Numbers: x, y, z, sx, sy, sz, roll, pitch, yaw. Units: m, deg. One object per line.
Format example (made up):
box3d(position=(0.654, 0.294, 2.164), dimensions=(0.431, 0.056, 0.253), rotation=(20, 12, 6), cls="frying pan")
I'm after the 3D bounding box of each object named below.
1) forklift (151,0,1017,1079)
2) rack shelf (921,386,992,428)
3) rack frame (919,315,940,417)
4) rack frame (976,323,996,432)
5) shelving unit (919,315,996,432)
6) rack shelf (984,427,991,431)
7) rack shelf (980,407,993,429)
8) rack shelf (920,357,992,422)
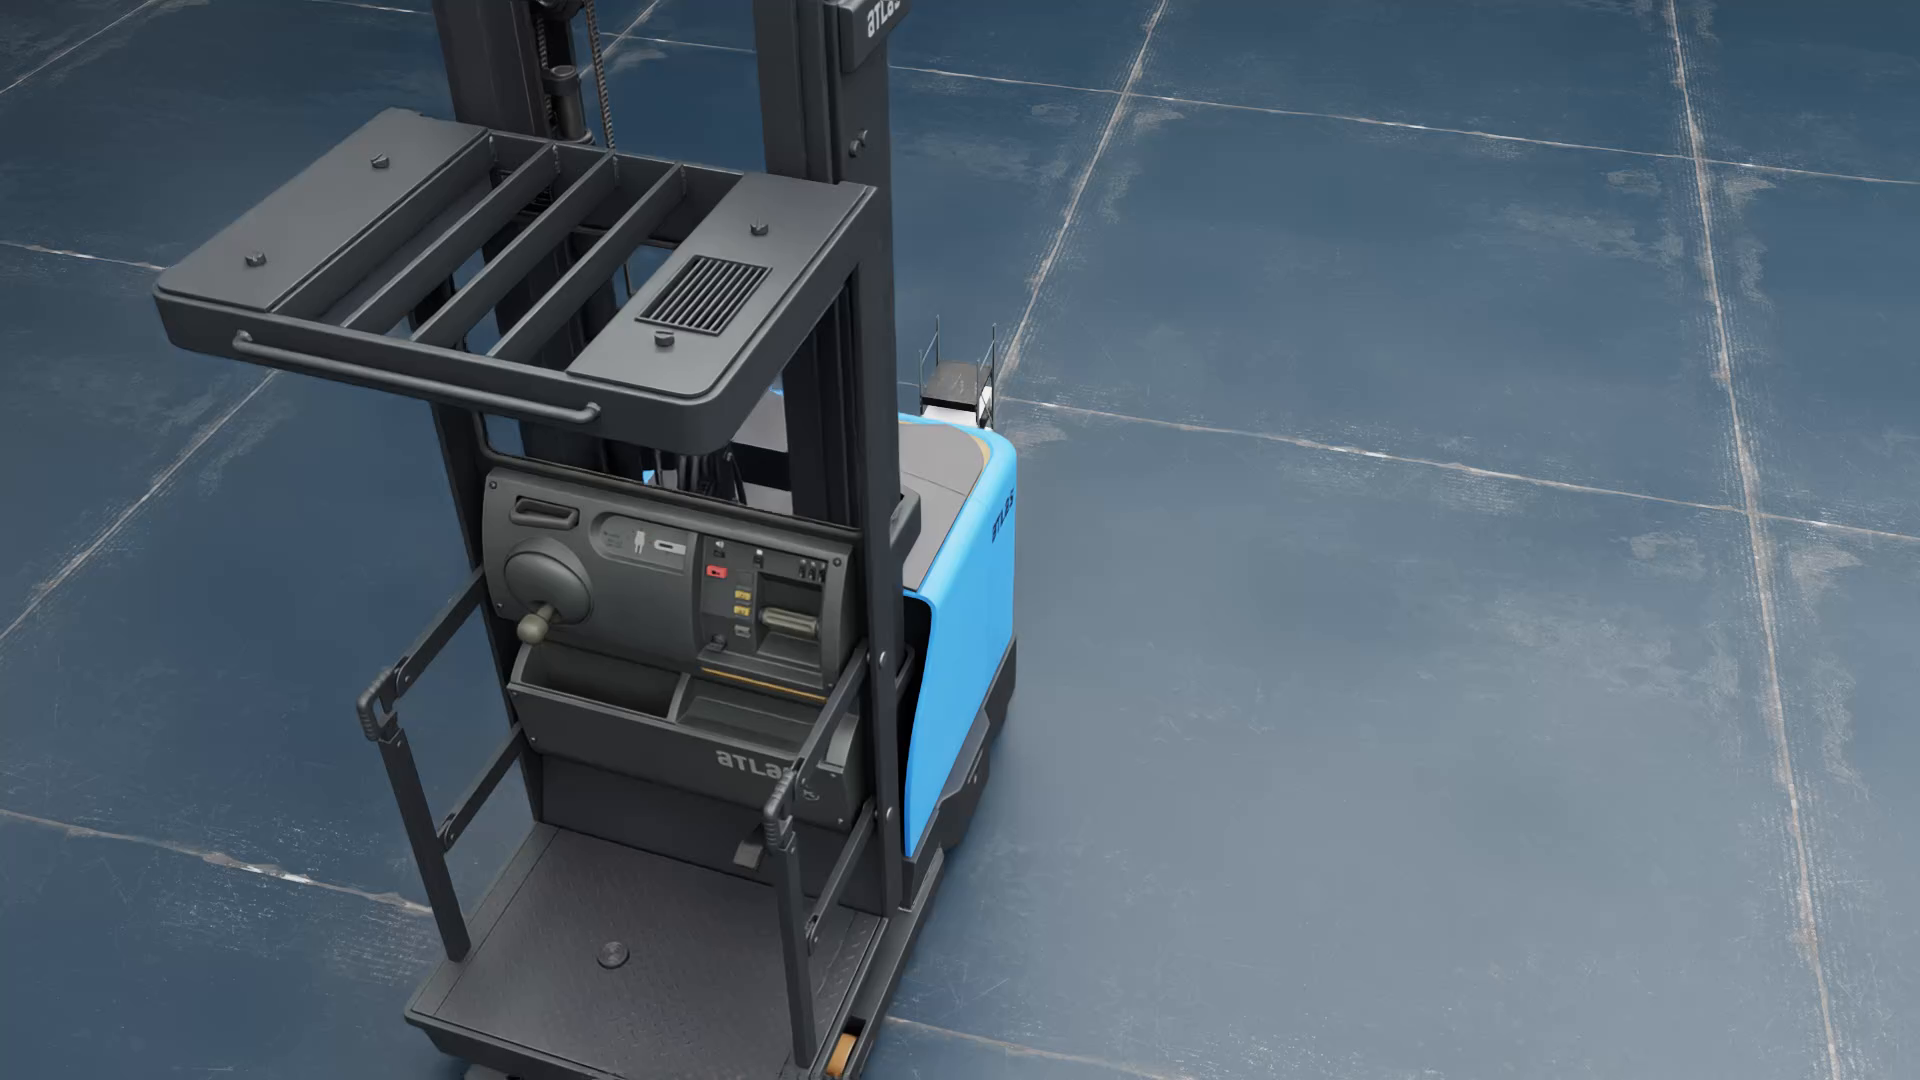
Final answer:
box3d(position=(-0.768, 0.185, 3.751), dimensions=(1.130, 2.935, 3.031), rotation=(12, 42, 14), cls="forklift")
box3d(position=(-0.008, -0.458, 5.868), dimensions=(0.200, 0.077, 0.258), rotation=(10, 41, 11), cls="rack shelf")
box3d(position=(-0.106, -0.363, 5.982), dimensions=(0.006, 0.900, 0.240), rotation=(10, 41, 11), cls="rack frame")
box3d(position=(0.090, -0.329, 5.942), dimensions=(0.006, 0.900, 0.240), rotation=(10, 41, 11), cls="rack frame")
box3d(position=(-0.008, -0.346, 5.962), dimensions=(0.210, 0.900, 0.258), rotation=(10, 41, 11), cls="shelving unit")
box3d(position=(-0.008, -0.320, 5.984), dimensions=(0.200, 0.077, 0.258), rotation=(10, 41, 11), cls="rack shelf")
box3d(position=(-0.008, -0.389, 5.926), dimensions=(0.200, 0.077, 0.258), rotation=(10, 41, 11), cls="rack shelf")
box3d(position=(-0.008, -0.527, 5.810), dimensions=(0.200, 0.077, 0.258), rotation=(10, 41, 11), cls="rack shelf")
